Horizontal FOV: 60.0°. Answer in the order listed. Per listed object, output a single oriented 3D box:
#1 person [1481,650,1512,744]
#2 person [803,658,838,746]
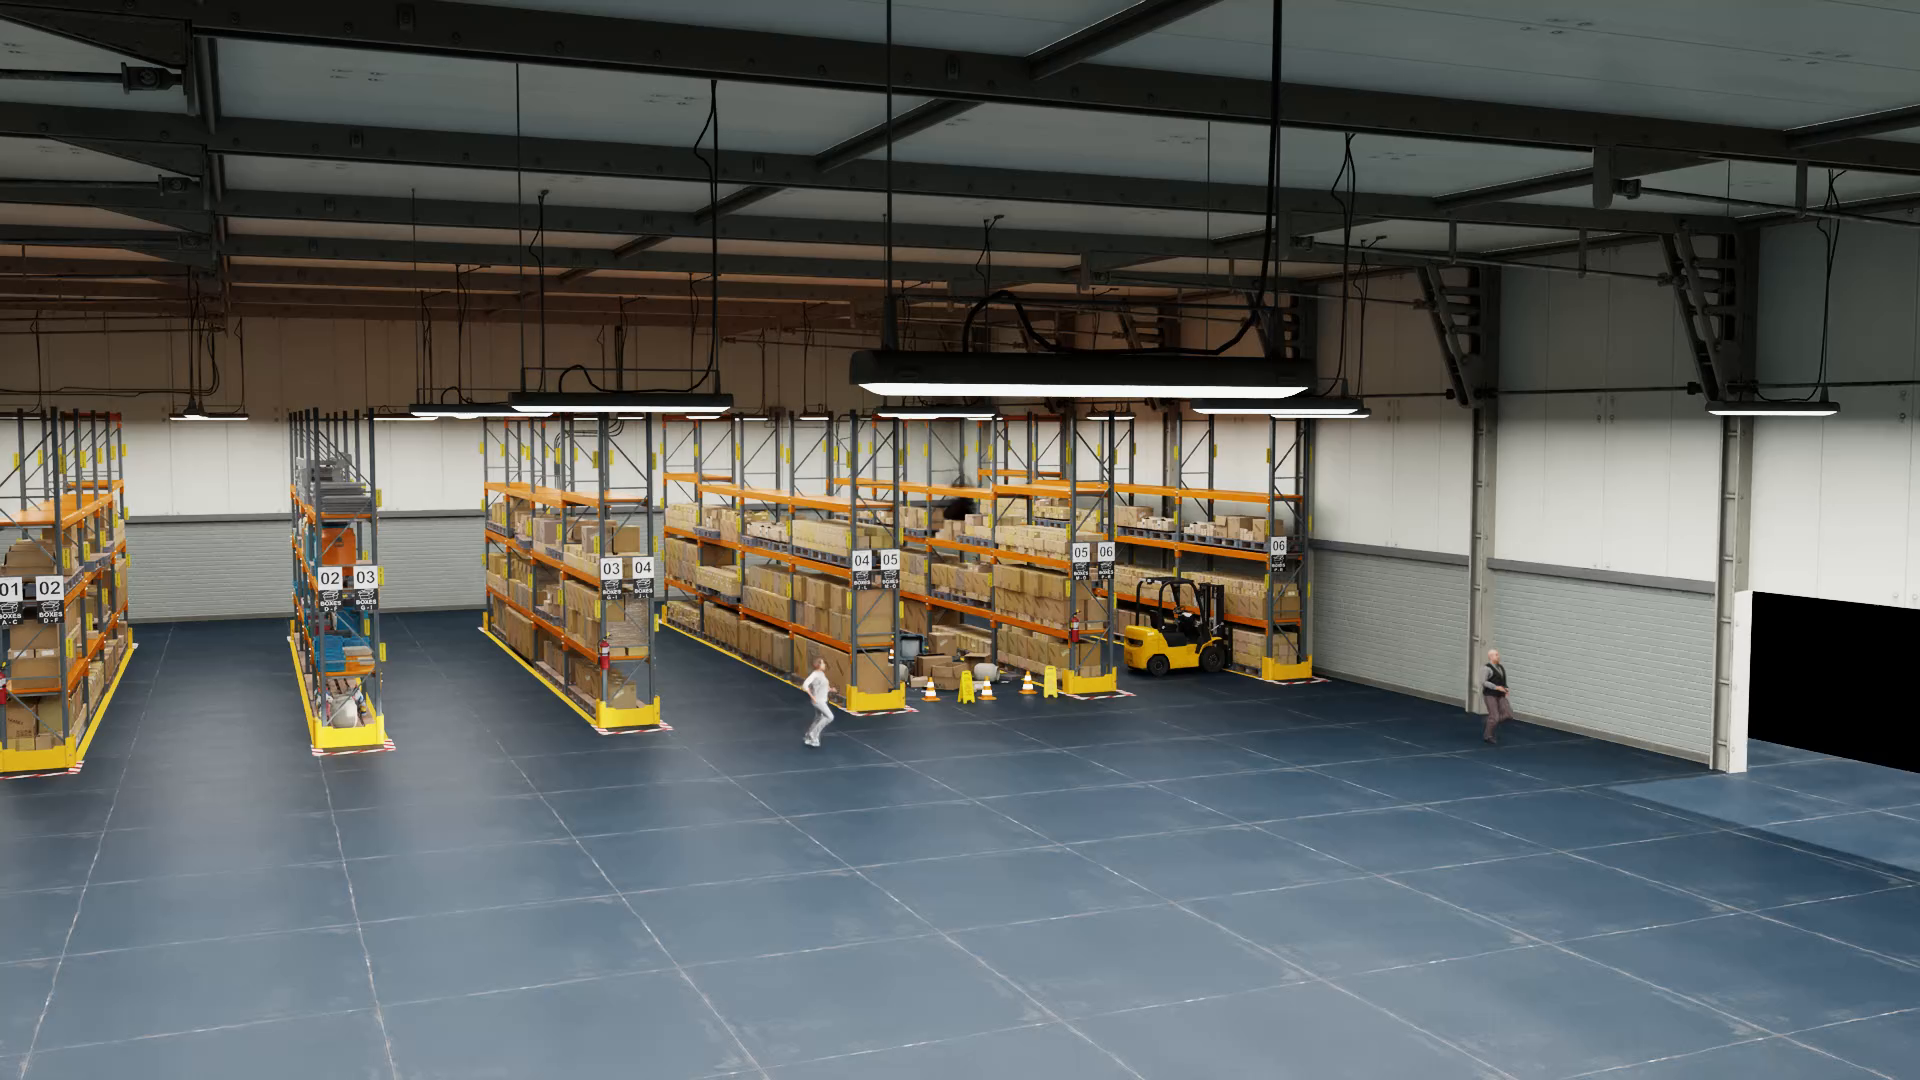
[{"bbox_3d":[9.599,2.803,29.711,0.653,1.680,0.553,-3,5,-34],"label":"person"},{"bbox_3d":[-2.467,2.871,29.390,0.621,1.551,0.517,1,4,10],"label":"person"}]
